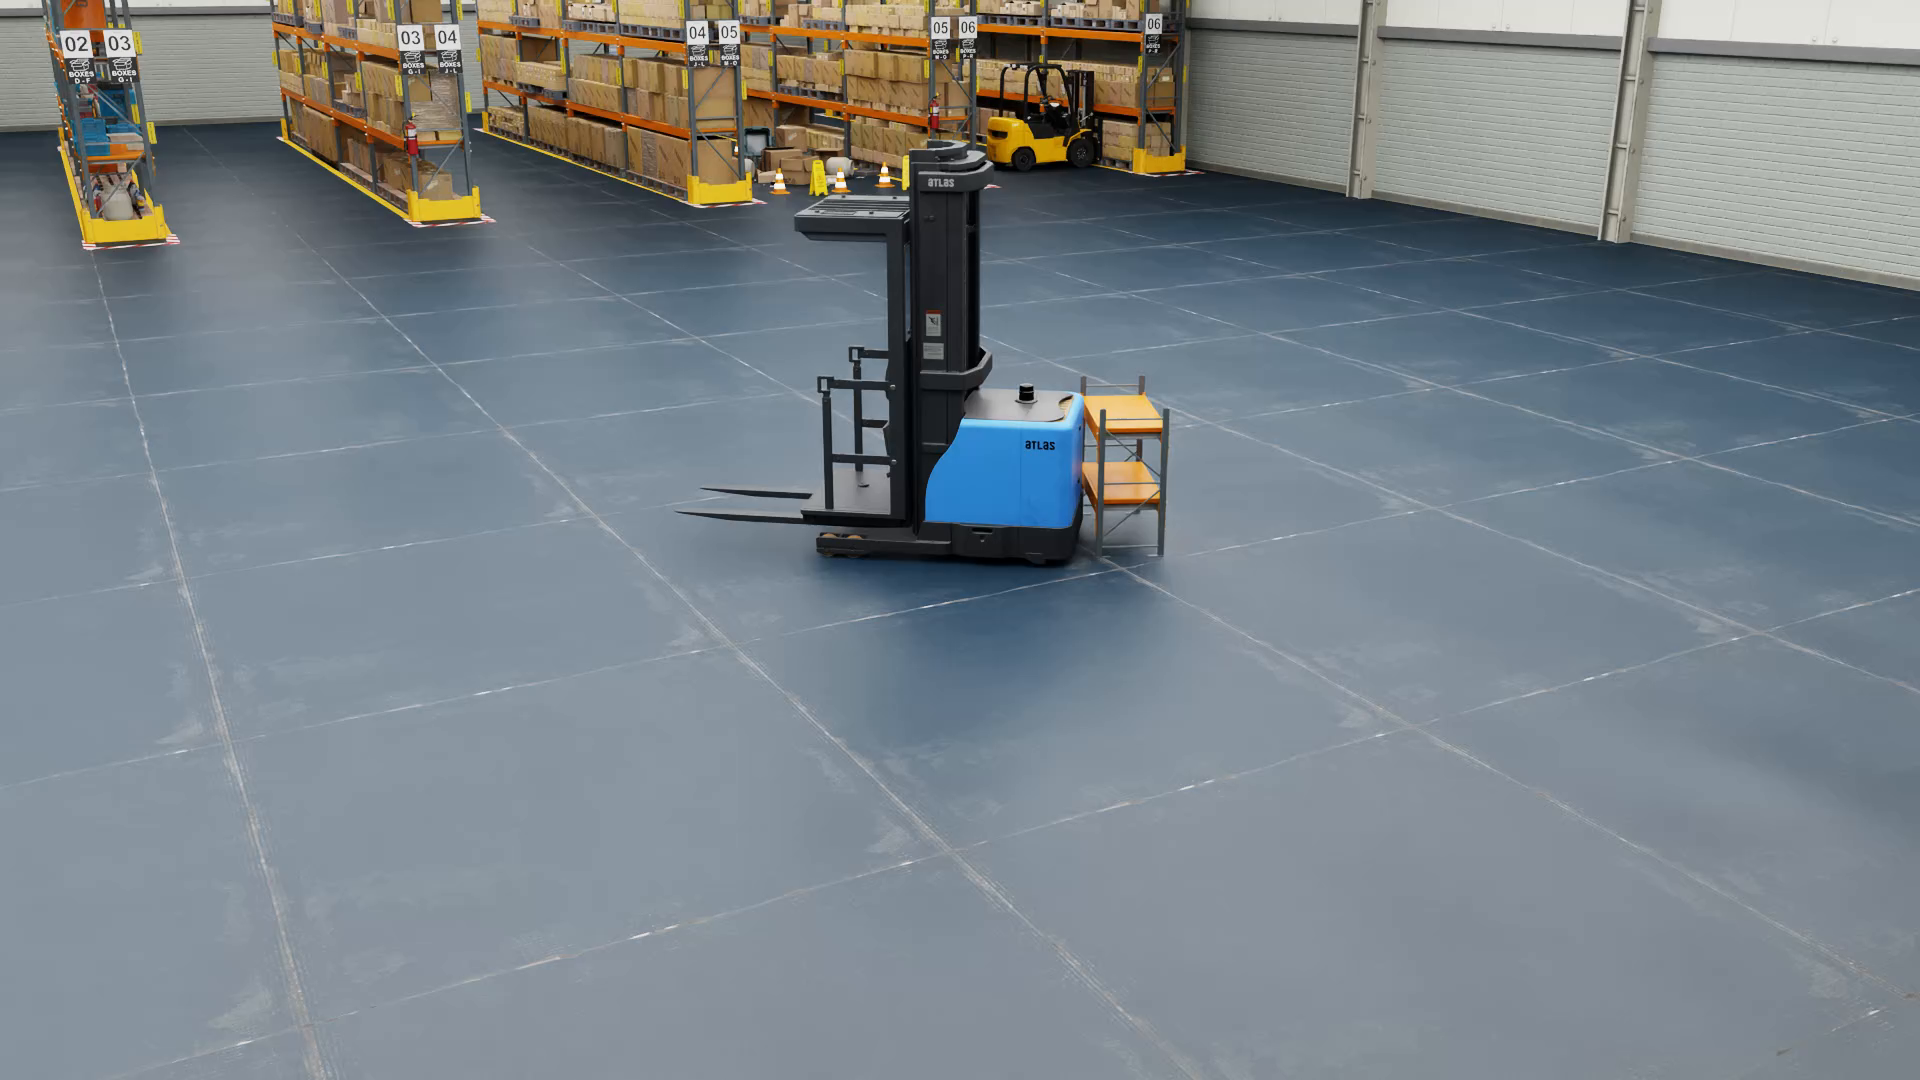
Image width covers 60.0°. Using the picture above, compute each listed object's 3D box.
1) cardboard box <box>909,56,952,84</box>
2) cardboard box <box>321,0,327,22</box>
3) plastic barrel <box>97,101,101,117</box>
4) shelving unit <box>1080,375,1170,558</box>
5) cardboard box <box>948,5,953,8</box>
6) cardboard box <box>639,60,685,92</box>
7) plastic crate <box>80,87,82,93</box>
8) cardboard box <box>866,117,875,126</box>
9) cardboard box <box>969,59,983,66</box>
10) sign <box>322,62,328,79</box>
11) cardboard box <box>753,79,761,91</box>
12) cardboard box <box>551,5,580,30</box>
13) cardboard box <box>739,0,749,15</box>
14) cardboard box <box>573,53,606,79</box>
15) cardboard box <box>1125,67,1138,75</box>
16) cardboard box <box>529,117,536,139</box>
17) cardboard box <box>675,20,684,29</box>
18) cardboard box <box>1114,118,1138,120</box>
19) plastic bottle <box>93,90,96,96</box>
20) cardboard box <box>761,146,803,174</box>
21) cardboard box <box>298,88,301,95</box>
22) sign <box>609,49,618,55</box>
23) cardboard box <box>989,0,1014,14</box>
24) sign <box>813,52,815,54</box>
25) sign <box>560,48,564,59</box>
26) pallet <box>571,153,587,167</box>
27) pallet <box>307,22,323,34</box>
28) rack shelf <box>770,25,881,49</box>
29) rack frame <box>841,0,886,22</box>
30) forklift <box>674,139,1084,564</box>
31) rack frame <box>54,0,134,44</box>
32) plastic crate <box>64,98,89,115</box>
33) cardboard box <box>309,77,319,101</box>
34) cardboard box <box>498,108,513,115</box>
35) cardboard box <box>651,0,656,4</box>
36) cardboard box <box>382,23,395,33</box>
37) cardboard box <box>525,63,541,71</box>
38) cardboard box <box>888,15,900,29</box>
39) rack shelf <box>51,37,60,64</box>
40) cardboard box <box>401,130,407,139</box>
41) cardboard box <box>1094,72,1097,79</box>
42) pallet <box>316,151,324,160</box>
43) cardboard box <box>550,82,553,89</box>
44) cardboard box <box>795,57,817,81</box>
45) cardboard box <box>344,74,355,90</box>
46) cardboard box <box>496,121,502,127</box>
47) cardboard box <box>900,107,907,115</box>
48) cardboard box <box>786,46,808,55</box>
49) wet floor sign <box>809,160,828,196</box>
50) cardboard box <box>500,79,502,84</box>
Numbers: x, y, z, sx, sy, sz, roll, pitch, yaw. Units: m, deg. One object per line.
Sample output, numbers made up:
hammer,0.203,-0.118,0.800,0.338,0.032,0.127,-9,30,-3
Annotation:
cardboard box,-0.580,-9.276,32.773,0.700,0.500,0.500,-11,22,-28
cardboard box,-12.669,-10.791,33.788,0.500,0.500,0.500,-10,21,-26
plastic barrel,-15.387,-7.722,30.202,0.433,0.535,0.433,0,19,0
shelving unit,1.217,-0.574,12.571,0.538,1.125,1.048,-1,19,-4
cardboard box,-0.064,-13.247,41.442,0.380,0.149,0.250,-11,22,-28
cardboard box,-5.710,-9.009,32.257,0.875,0.550,0.550,-10,21,-27
plastic crate,-20.152,-10.406,38.502,0.396,0.136,0.243,-10,21,-27
cardboard box,-1.750,-8.807,34.984,0.380,0.149,0.250,-9,21,-25
cardboard box,0.442,-11.710,40.820,0.380,0.149,0.250,-9,21,-25
sign,-13.153,-9.725,34.440,0.100,0.325,0.005,-10,21,-27
cardboard box,-4.670,-10.978,40.076,0.500,0.250,0.500,-10,21,-26
cardboard box,-8.748,-11.593,36.879,0.500,0.500,0.500,-10,21,-27
cardboard box,-5.037,-12.924,40.092,0.500,0.500,0.500,-10,21,-26
cardboard box,-8.048,-10.393,36.466,0.700,0.500,0.500,-10,21,-27
cardboard box,3.721,-9.903,35.129,0.380,0.149,0.250,-10,21,-27
cardboard box,-10.035,-9.916,39.957,0.500,0.500,0.500,-9,21,-25
cardboard box,-4.910,-9.295,29.959,0.380,0.149,0.250,-10,21,-27
cardboard box,3.691,-9.100,36.442,0.500,0.250,0.500,-10,21,-27
plastic bottle,-18.239,-9.334,35.157,0.144,0.351,0.185,-10,21,-27
cardboard box,-3.659,-7.766,34.158,0.797,0.637,0.503,-10,21,-27
cardboard box,-15.121,-10.405,38.571,0.380,0.149,0.250,-10,21,-26
sign,-10.513,-14.849,50.651,0.327,0.218,0.001,-10,21,-27
cardboard box,1.035,-12.742,39.412,0.500,0.500,0.500,-9,21,-25
sign,-3.471,-11.396,39.405,0.100,0.325,0.005,-10,21,-27
sign,-9.666,-11.786,40.415,0.100,0.325,0.005,-10,21,-27
pallet,-7.945,-8.447,36.789,1.003,0.211,1.213,-10,21,-27
pallet,-13.018,-10.770,34.935,1.213,0.211,1.003,-9,21,-24
rack shelf,-2.995,-11.303,37.294,1.077,0.370,4.000,-10,21,-27
rack frame,-2.045,-12.487,35.023,1.000,3.000,0.127,-10,21,-27
forklift,-0.615,-1.419,12.250,3.031,2.935,1.130,3,19,9
rack frame,-13.226,-9.037,25.024,1.000,3.000,0.127,-10,21,-27
plastic crate,-16.527,-8.016,31.166,0.402,0.464,0.583,-10,21,-27
cardboard box,-14.090,-10.001,36.863,0.500,0.500,0.500,-11,22,-28
cardboard box,-11.668,-11.018,42.778,0.380,0.149,0.250,-11,22,-29
cardboard box,-5.516,-10.038,30.891,0.380,0.149,0.250,-10,22,-27
cardboard box,-9.660,-8.758,28.433,0.380,0.149,0.250,-10,21,-26
cardboard box,-9.996,-11.103,39.040,0.380,0.149,0.250,-10,22,-27
cardboard box,-1.114,-10.388,33.314,0.500,0.250,0.500,-9,21,-25
rack shelf,-16.075,-9.001,30.622,1.077,0.370,4.000,-10,21,-27
cardboard box,-9.466,-7.035,28.804,0.380,0.149,0.250,-10,21,-27
cardboard box,3.140,-10.133,36.250,0.380,0.149,0.250,-10,21,-27
pallet,-14.133,-8.885,38.056,1.003,0.211,1.213,-10,21,-27
cardboard box,-9.008,-10.225,37.407,0.380,0.149,0.250,-10,21,-27
cardboard box,-3.423,-10.721,37.849,0.500,0.500,0.500,-10,21,-26
cardboard box,-12.374,-9.361,34.365,0.500,0.500,0.500,-13,23,-33
cardboard box,-11.739,-10.728,42.850,0.380,0.149,0.250,-10,21,-26
cardboard box,-0.981,-8.660,33.515,0.380,0.149,0.250,-10,21,-26
cardboard box,-3.963,-11.499,39.670,0.500,0.500,0.500,-11,22,-28
wet floor sign,-2.698,-6.893,31.617,0.267,0.644,0.232,-14,24,-36
cardboard box,-11.401,-11.598,42.028,0.380,0.149,0.250,-9,21,-25
